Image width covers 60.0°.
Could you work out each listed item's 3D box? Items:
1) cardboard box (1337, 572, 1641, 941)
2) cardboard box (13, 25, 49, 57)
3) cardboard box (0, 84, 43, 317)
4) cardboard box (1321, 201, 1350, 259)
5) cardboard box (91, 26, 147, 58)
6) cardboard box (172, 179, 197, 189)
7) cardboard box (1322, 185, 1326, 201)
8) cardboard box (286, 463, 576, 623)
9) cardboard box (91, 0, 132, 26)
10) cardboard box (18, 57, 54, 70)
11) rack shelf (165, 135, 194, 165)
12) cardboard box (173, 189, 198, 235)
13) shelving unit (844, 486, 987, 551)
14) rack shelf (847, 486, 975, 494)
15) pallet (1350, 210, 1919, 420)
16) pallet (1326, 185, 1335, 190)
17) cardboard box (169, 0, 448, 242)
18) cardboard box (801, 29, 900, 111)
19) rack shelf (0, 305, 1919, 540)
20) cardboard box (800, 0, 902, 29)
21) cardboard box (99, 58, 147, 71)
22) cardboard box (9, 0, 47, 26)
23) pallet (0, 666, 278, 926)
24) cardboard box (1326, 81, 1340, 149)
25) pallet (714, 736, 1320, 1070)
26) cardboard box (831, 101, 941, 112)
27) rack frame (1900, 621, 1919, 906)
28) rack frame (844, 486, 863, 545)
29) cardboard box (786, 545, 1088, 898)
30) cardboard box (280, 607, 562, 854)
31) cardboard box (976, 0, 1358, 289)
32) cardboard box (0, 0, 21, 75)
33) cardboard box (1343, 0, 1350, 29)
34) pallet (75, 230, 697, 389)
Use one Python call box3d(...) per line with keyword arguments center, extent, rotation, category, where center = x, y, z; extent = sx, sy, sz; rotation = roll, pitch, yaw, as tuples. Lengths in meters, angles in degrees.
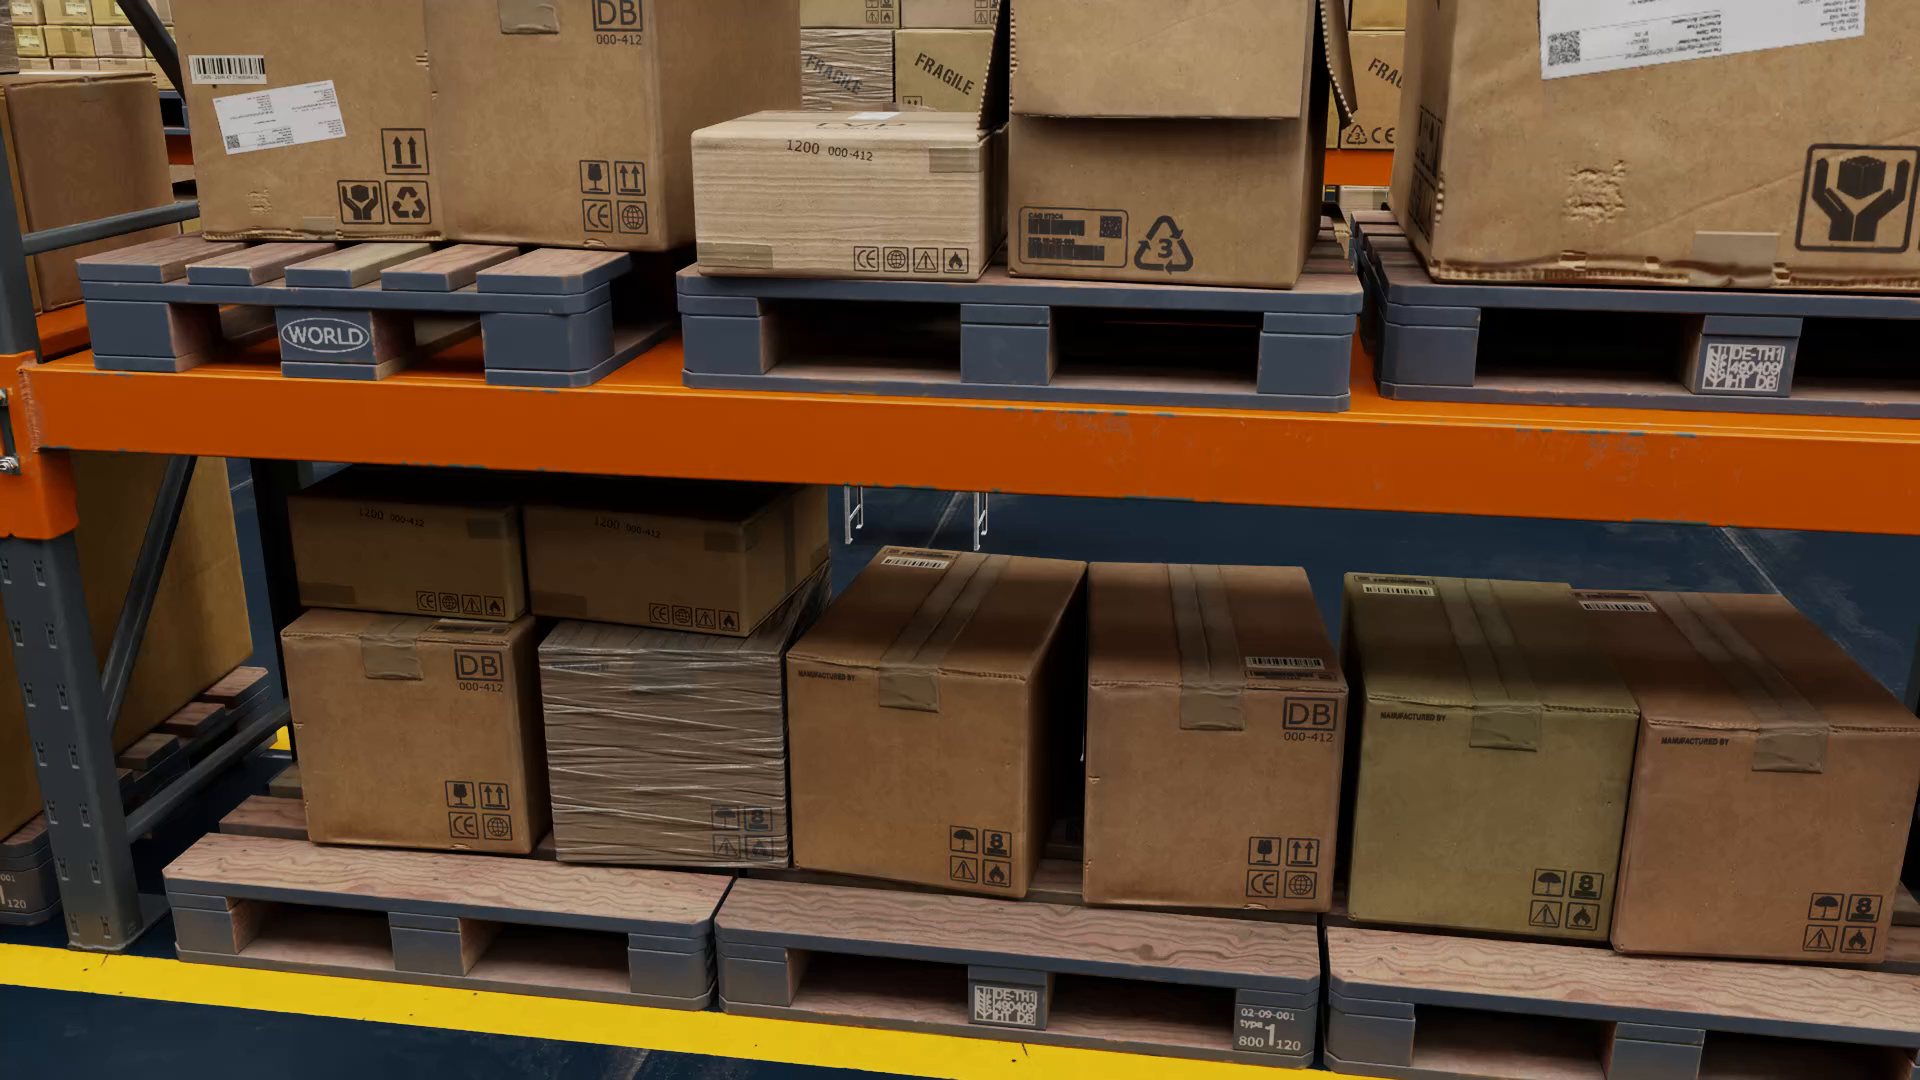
box3d(center=(1.076, 0.430, 3.536), extent=(0.500, 0.500, 0.700), rotation=(3, 19, 8), category="cardboard box")
box3d(center=(-4.549, -2.488, 8.276), extent=(0.250, 0.149, 0.380), rotation=(3, 19, 10), category="cardboard box")
box3d(center=(-2.329, -0.675, 3.435), extent=(0.500, 0.500, 0.500), rotation=(4, 19, 10), category="cardboard box")
box3d(center=(1.455, -1.213, 8.084), extent=(0.750, 0.750, 1.050), rotation=(3, 19, 9), category="cardboard box")
box3d(center=(-4.038, -2.462, 8.200), extent=(0.250, 0.149, 0.380), rotation=(3, 19, 10), category="cardboard box")
box3d(center=(-4.090, -1.841, 9.175), extent=(0.500, 0.250, 0.500), rotation=(2, 19, 7), category="cardboard box")
box3d(center=(2.490, -2.597, 12.818), extent=(0.625, 0.372, 0.950), rotation=(4, 19, 12), category="cardboard box")
box3d(center=(-1.136, -0.035, 3.744), extent=(0.500, 0.250, 0.500), rotation=(4, 19, 11), category="cardboard box")
box3d(center=(-4.020, -2.603, 8.151), extent=(0.250, 0.149, 0.380), rotation=(3, 19, 9), category="cardboard box")
box3d(center=(-4.549, -2.346, 8.323), extent=(0.250, 0.149, 0.380), rotation=(2, 19, 6), category="cardboard box")
box3d(center=(-2.890, -1.989, 8.653), extent=(4.000, 0.370, 1.077), rotation=(3, 19, 9), category="rack shelf")
box3d(center=(-4.177, -1.680, 8.692), extent=(0.500, 0.250, 0.500), rotation=(2, 19, 6), category="cardboard box")
box3d(center=(-0.163, -0.577, 6.138), extent=(0.503, 1.200, 0.258), rotation=(3, 19, 9), category="shelving unit")
box3d(center=(-0.163, -0.289, 6.234), extent=(0.480, 0.148, 0.258), rotation=(3, 19, 9), category="rack shelf")
box3d(center=(1.416, -0.472, 3.289), extent=(1.213, 0.211, 1.003), rotation=(3, 19, 9), category="pallet")
box3d(center=(3.769, -3.841, 17.451), extent=(1.213, 0.211, 1.003), rotation=(3, 19, 9), category="pallet")
box3d(center=(-1.263, -0.912, 3.483), extent=(0.500, 0.500, 0.500), rotation=(1, 19, 2), category="cardboard box")
box3d(center=(-0.515, -2.169, 7.902), extent=(0.500, 0.500, 0.500), rotation=(3, 19, 9), category="cardboard box")
box3d(center=(0.172, -0.238, 3.422), extent=(4.000, 0.370, 1.077), rotation=(3, 19, 9), category="rack shelf")
box3d(center=(-0.474, -2.725, 7.986), extent=(0.500, 0.500, 0.700), rotation=(3, 19, 8), category="cardboard box")
box3d(center=(-4.028, -2.321, 8.245), extent=(0.250, 0.149, 0.380), rotation=(3, 19, 9), category="cardboard box")
box3d(center=(-4.549, -2.629, 8.228), extent=(0.250, 0.149, 0.380), rotation=(4, 19, 11), category="cardboard box")
box3d(center=(-2.569, 0.579, 4.240), extent=(1.213, 0.211, 1.003), rotation=(3, 19, 9), category="pallet")
box3d(center=(1.478, -2.069, 7.600), extent=(0.500, 0.500, 0.500), rotation=(3, 19, 9), category="cardboard box")
box3d(center=(0.170, 0.744, 3.747), extent=(1.213, 0.211, 1.003), rotation=(3, 19, 9), category="pallet")
box3d(center=(-0.113, -0.816, 3.566), extent=(0.258, 0.266, 0.396), rotation=(2, 19, 7), category="cardboard box")
box3d(center=(2.147, -0.479, 3.007), extent=(0.127, 3.000, 1.000), rotation=(3, 19, 9), category="rack frame")
box3d(center=(-0.404, -0.590, 6.174), extent=(0.015, 1.200, 0.240), rotation=(3, 19, 9), category="rack frame")
box3d(center=(-0.027, 0.374, 3.703), extent=(0.500, 0.500, 0.700), rotation=(5, 19, 13), category="cardboard box")
box3d(center=(-1.138, 0.324, 3.854), extent=(0.500, 0.500, 0.700), rotation=(2, 19, 6), category="cardboard box")
box3d(center=(0.421, -0.785, 3.098), extent=(0.637, 0.503, 0.797), rotation=(5, 19, 14), category="cardboard box")
box3d(center=(-2.522, -1.245, 3.559), extent=(0.637, 0.503, 0.797), rotation=(4, 19, 11), category="cardboard box")
box3d(center=(1.535, -2.623, 7.683), extent=(0.500, 0.500, 0.700), rotation=(3, 19, 9), category="cardboard box")
box3d(center=(-1.082, -0.587, 3.632), extent=(1.003, 0.211, 1.213), rotation=(3, 19, 9), category="pallet")
